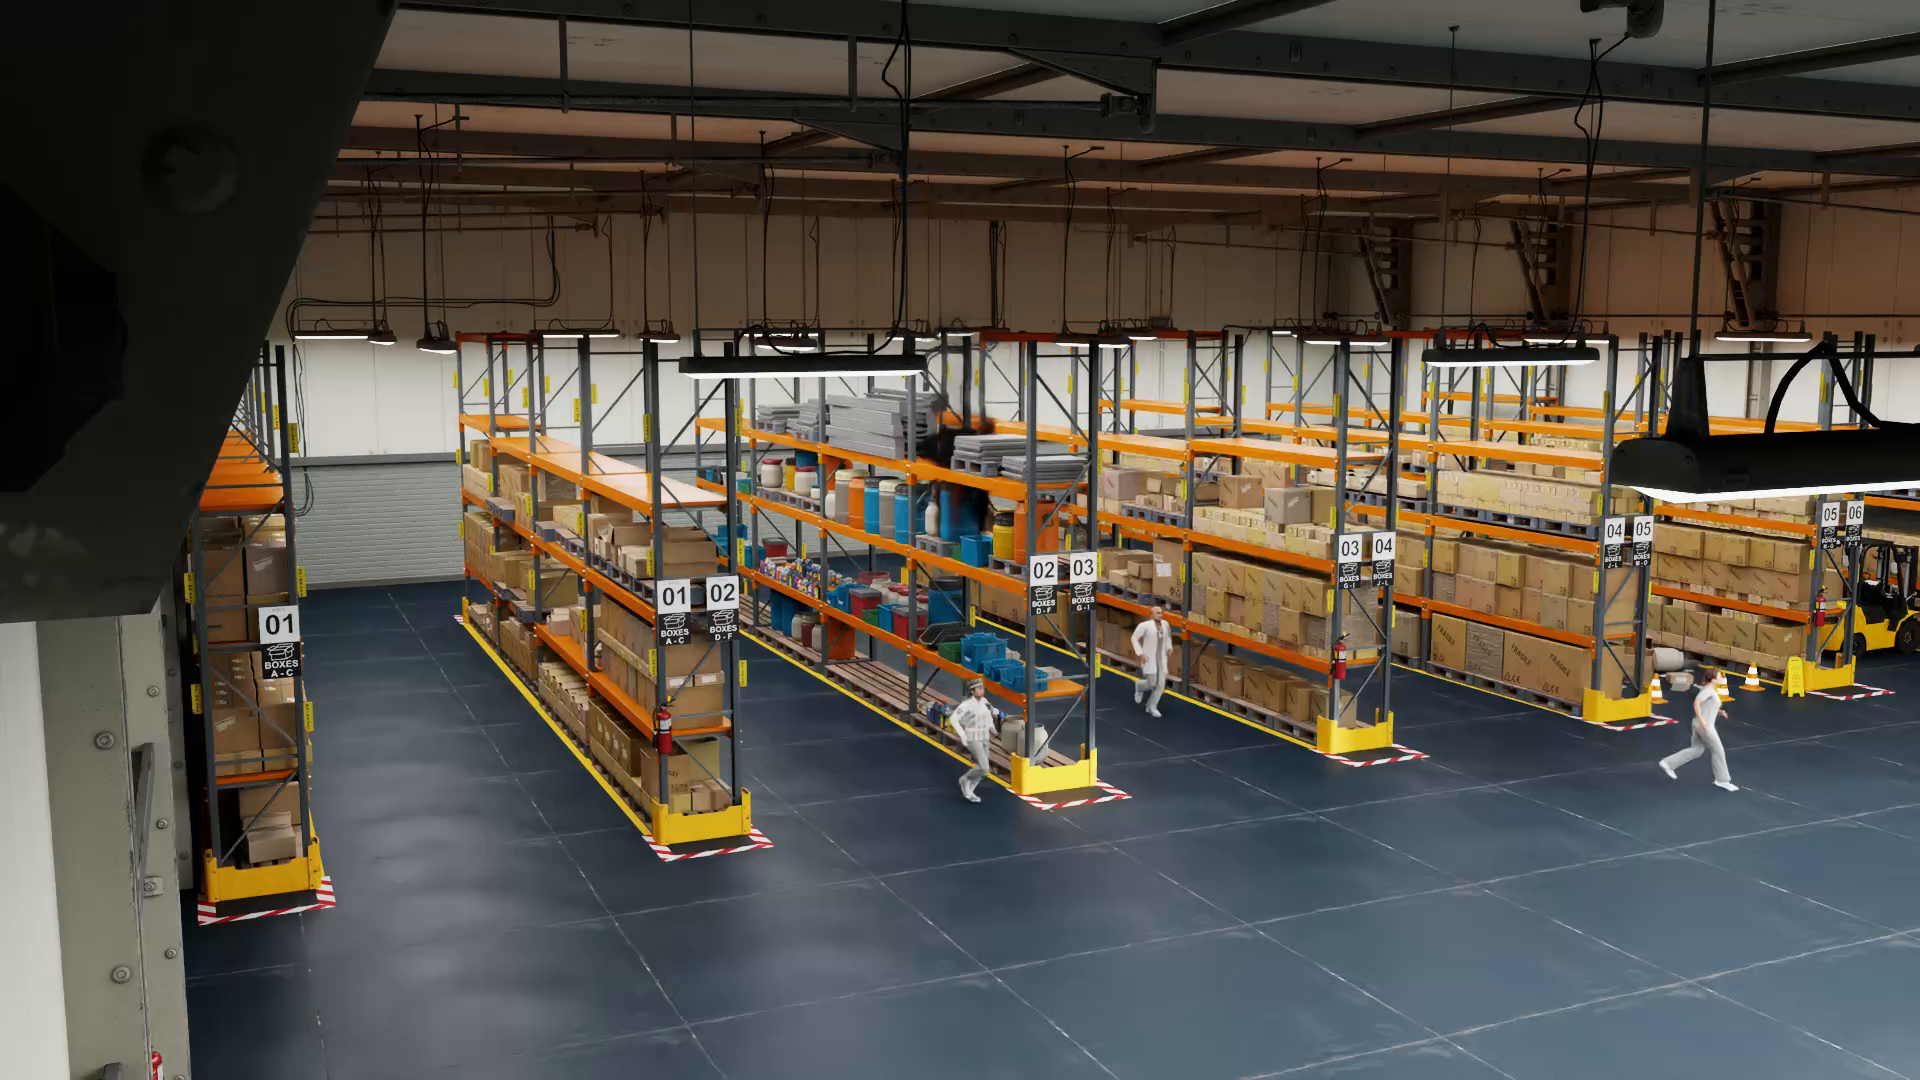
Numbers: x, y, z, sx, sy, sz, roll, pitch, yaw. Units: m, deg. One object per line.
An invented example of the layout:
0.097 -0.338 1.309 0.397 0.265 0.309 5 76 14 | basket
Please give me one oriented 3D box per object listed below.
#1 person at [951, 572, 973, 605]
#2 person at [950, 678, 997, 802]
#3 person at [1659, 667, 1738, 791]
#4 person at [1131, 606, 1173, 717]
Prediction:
-0.026 1.362 30.696 0.587 1.672 0.859 -5 9 -35 | person
0.245 2.605 21.614 0.542 1.658 0.584 7 11 43 | person
9.955 2.519 22.259 0.961 1.664 0.587 2 8 16 | person
3.074 1.905 26.586 0.735 1.742 0.681 -4 9 -27 | person
